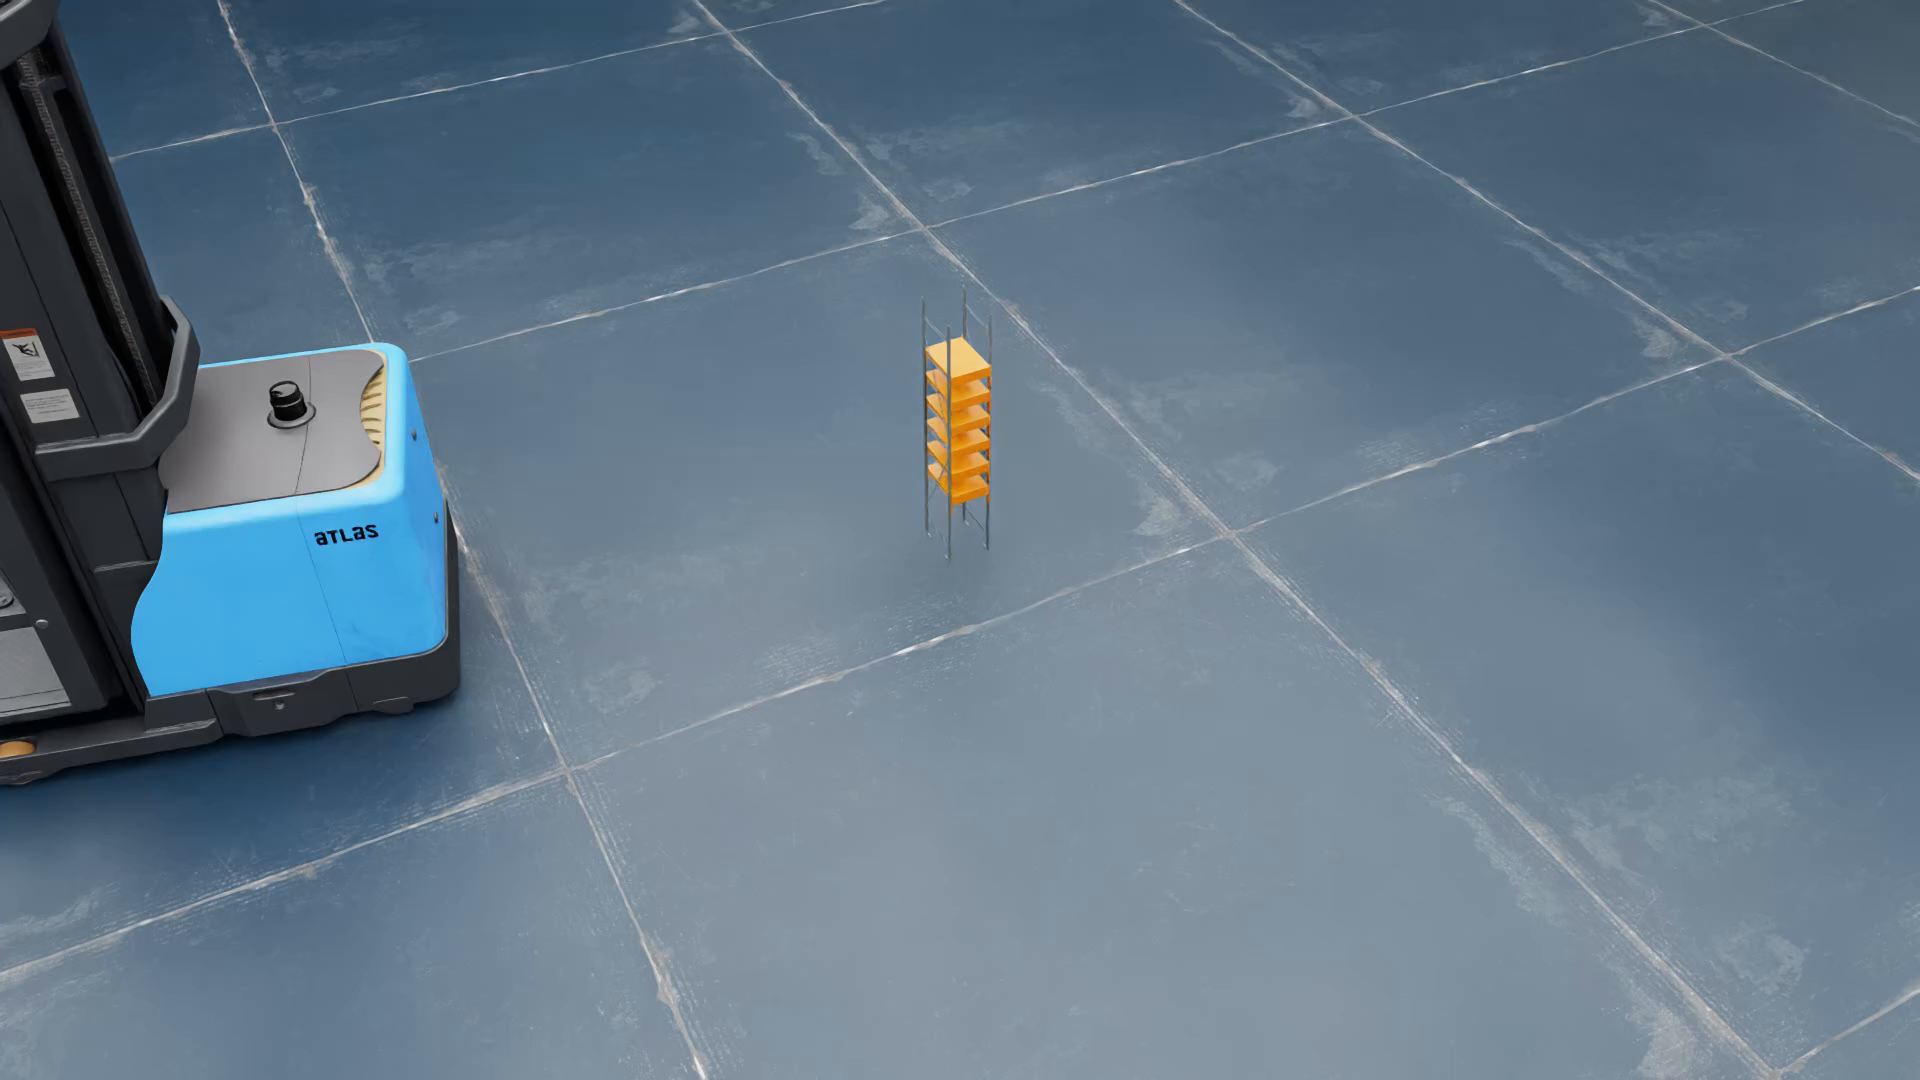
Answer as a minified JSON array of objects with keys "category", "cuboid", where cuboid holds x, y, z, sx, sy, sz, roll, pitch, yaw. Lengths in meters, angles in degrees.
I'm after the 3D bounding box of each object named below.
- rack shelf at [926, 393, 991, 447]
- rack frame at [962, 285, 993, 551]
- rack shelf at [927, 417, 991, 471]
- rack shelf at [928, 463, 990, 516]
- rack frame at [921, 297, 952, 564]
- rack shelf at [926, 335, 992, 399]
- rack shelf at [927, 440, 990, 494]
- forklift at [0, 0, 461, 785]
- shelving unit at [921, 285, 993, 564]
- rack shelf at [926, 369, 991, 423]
[{"category":"rack shelf","cuboid":[-0.013,-0.511,6.808,0.180,0.103,0.258,-19,44,-21]},{"category":"rack frame","cuboid":[0.068,-0.481,6.890,0.006,1.200,0.240,-19,44,-21]},{"category":"rack shelf","cuboid":[-0.013,-0.420,6.886,0.180,0.103,0.258,-19,44,-21]},{"category":"rack shelf","cuboid":[-0.013,-0.237,7.041,0.180,0.103,0.258,-19,44,-21]},{"category":"rack frame","cuboid":[-0.094,-0.426,6.825,0.006,1.200,0.240,-19,44,-21]},{"category":"rack shelf","cuboid":[-0.013,-0.694,6.653,0.180,0.103,0.258,-19,44,-21]},{"category":"rack shelf","cuboid":[-0.013,-0.328,6.963,0.180,0.103,0.258,-19,44,-21]},{"category":"forklift","cuboid":[-3.525,-0.558,5.641,3.031,2.935,1.130,-9,41,-11]},{"category":"shelving unit","cuboid":[-0.013,-0.454,6.857,0.189,1.200,0.258,-19,44,-21]},{"category":"rack shelf","cuboid":[-0.013,-0.603,6.731,0.180,0.103,0.258,-19,44,-21]}]
